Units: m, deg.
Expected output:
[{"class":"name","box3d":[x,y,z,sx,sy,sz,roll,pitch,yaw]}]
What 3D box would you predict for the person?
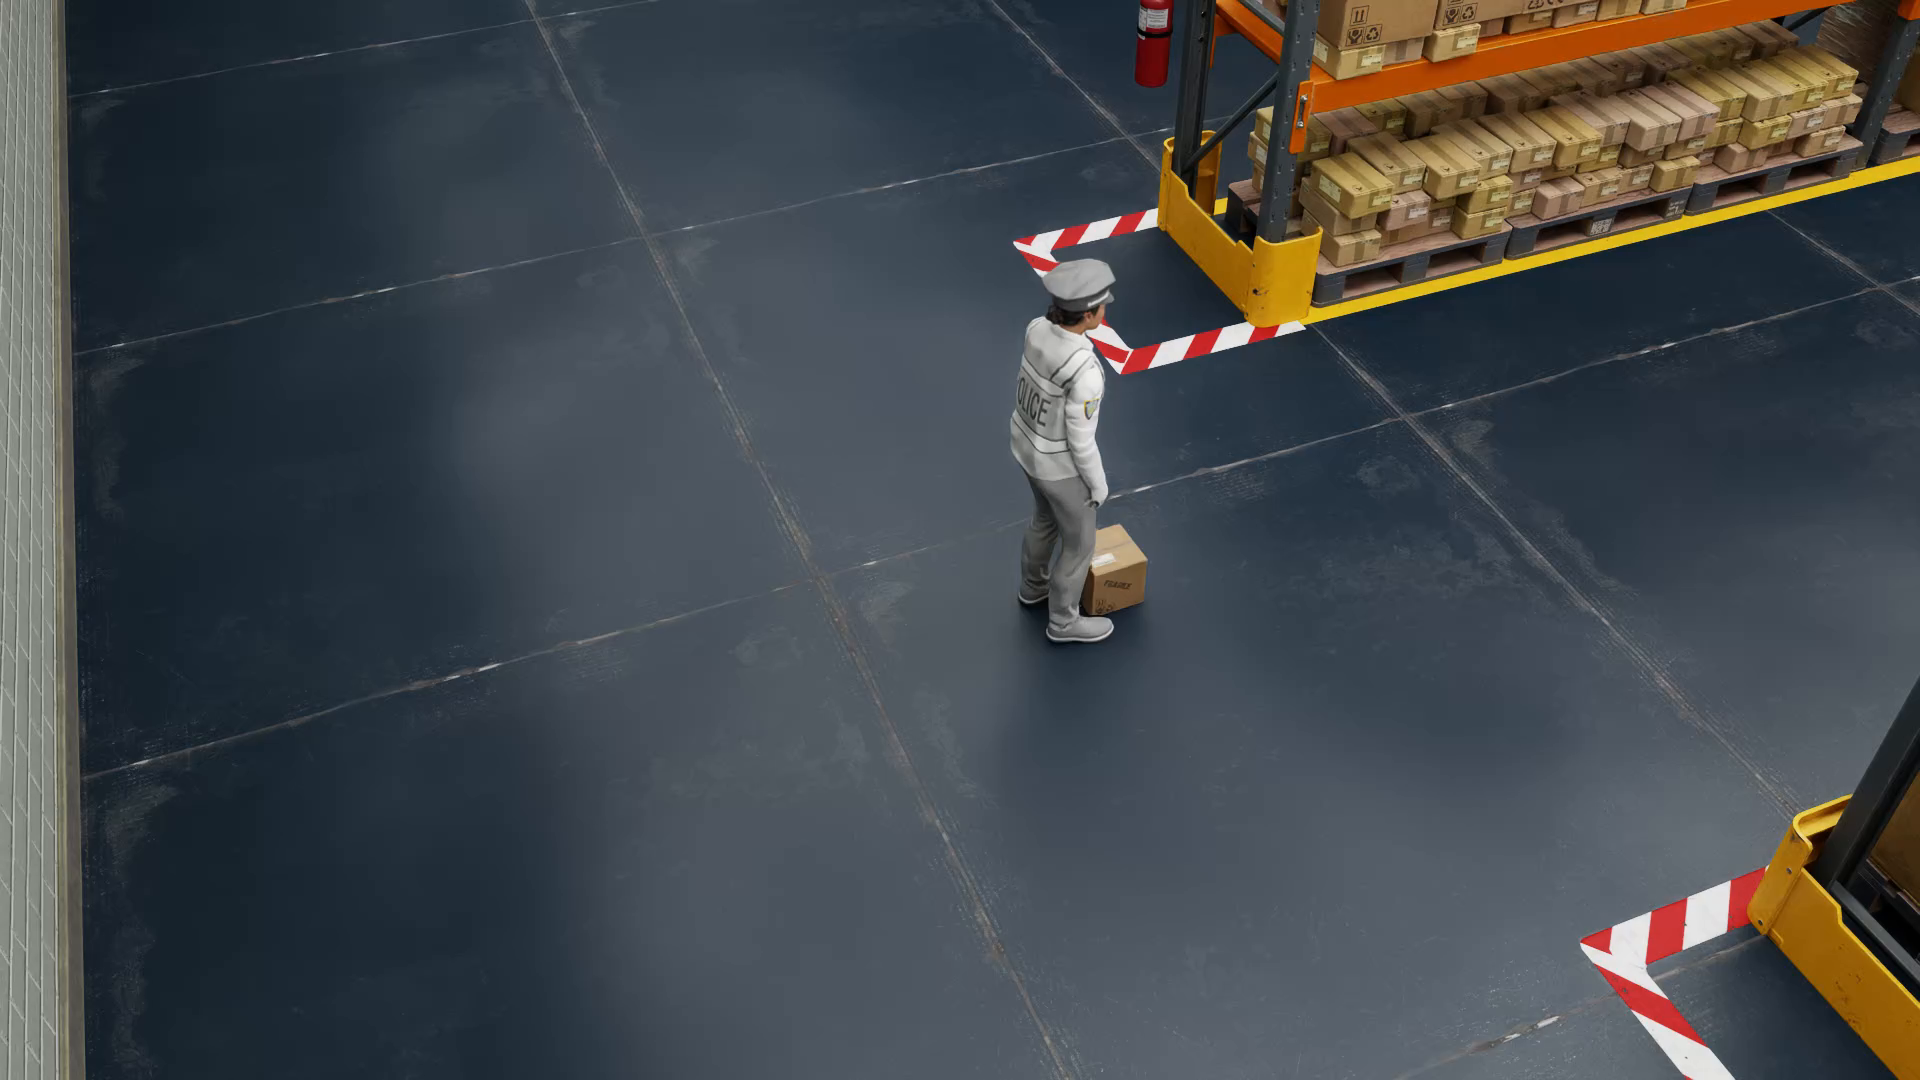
[{"class":"person","box3d":[0.399,-0.335,6.526,0.369,1.667,0.546,-18,45,-18]}]
